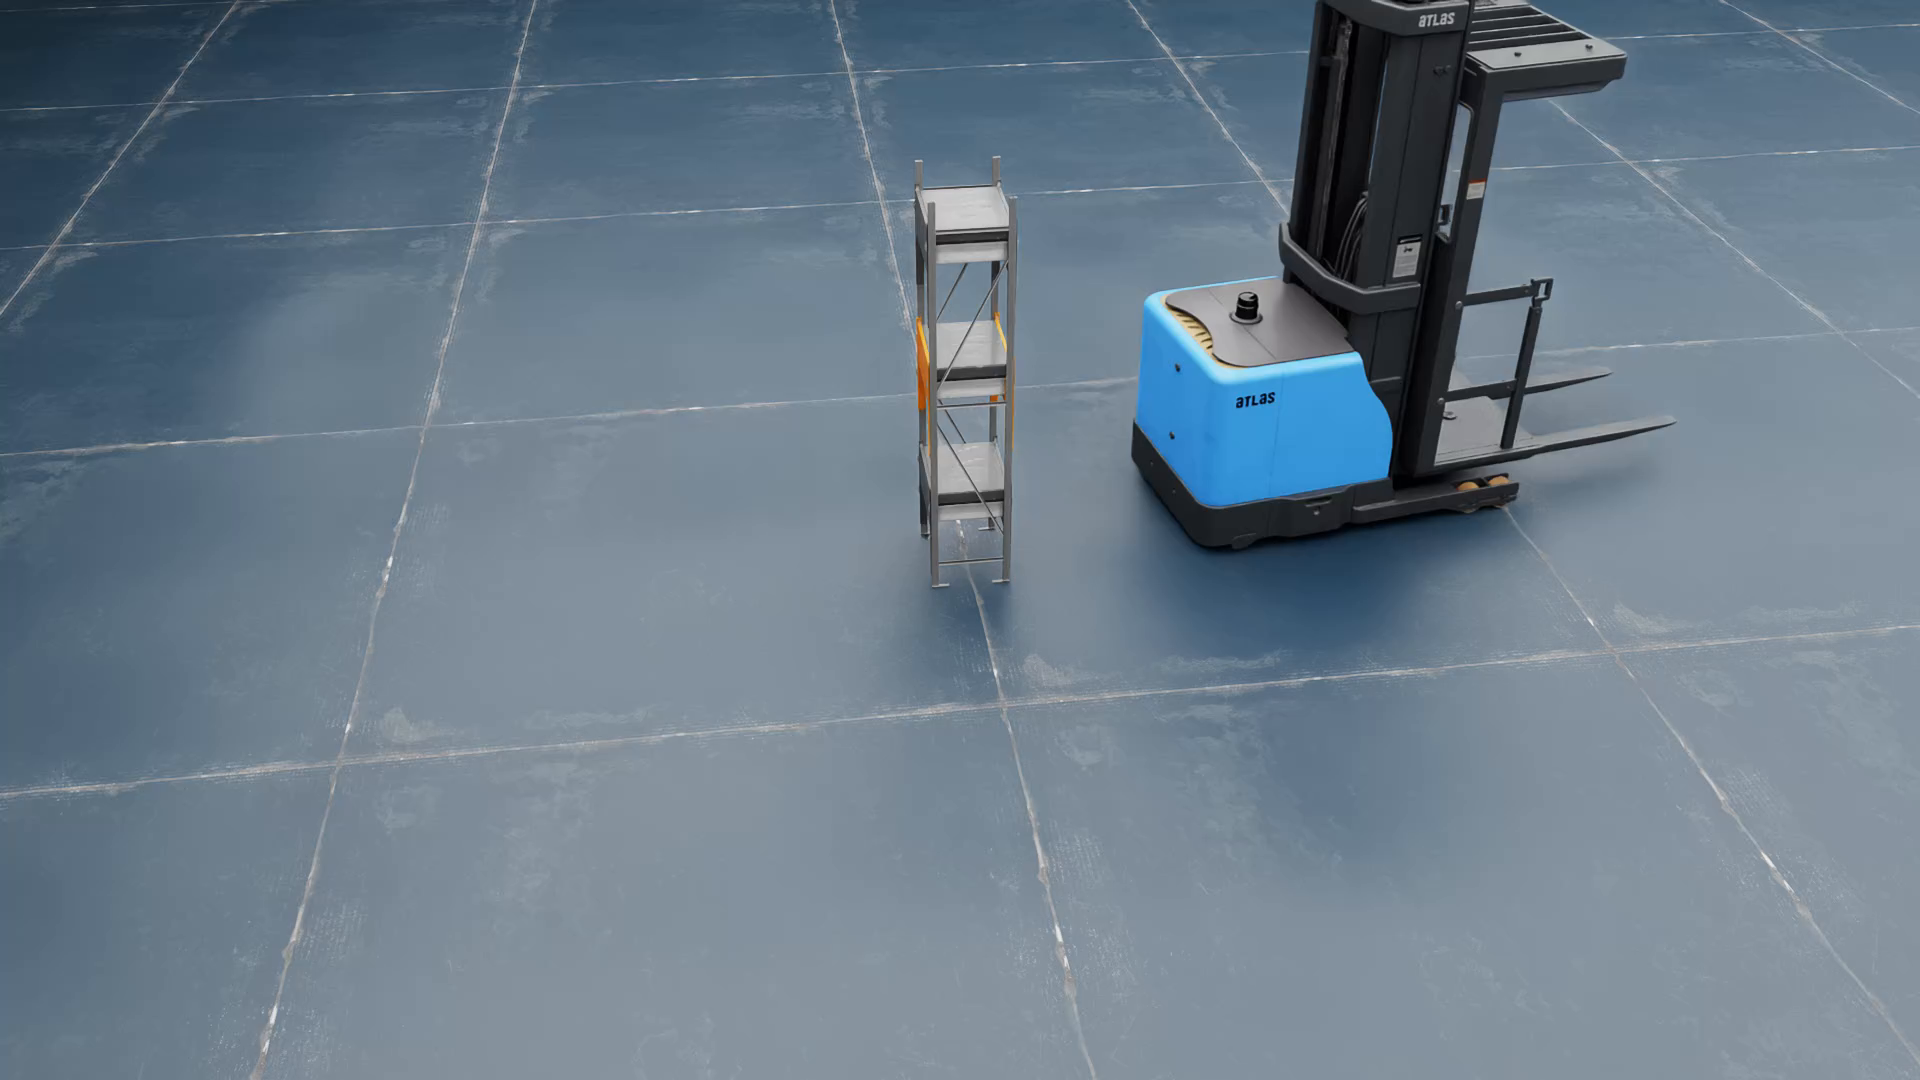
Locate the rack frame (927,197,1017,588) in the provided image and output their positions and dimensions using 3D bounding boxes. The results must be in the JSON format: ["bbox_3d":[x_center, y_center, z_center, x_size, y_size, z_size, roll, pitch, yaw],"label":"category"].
[{"bbox_3d":[0.055,-0.639,7.952,0.400,2.100,0.015,-4,35,-6],"label":"rack frame"}]

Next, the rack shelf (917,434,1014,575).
[{"bbox_3d":[0.022,-0.186,8.554,0.431,0.518,0.480,-4,35,-6],"label":"rack shelf"}]

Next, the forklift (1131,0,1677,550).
[{"bbox_3d":[2.547,-1.634,8.673,3.031,2.935,1.130,-10,35,-14],"label":"forklift"}]

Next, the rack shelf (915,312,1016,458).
[{"bbox_3d":[0.022,-0.764,8.159,0.431,0.518,0.480,-4,35,-6],"label":"rack shelf"}]

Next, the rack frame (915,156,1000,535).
[{"bbox_3d":[-0.011,-0.911,8.352,0.400,2.100,0.015,-4,35,-6],"label":"rack frame"}]

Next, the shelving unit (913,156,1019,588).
[{"bbox_3d":[0.022,-0.775,8.152,0.431,2.100,0.503,-4,35,-6],"label":"shelving unit"}]

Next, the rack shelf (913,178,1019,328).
[{"bbox_3d":[0.022,-1.342,7.765,0.431,0.518,0.480,-4,35,-6],"label":"rack shelf"}]
